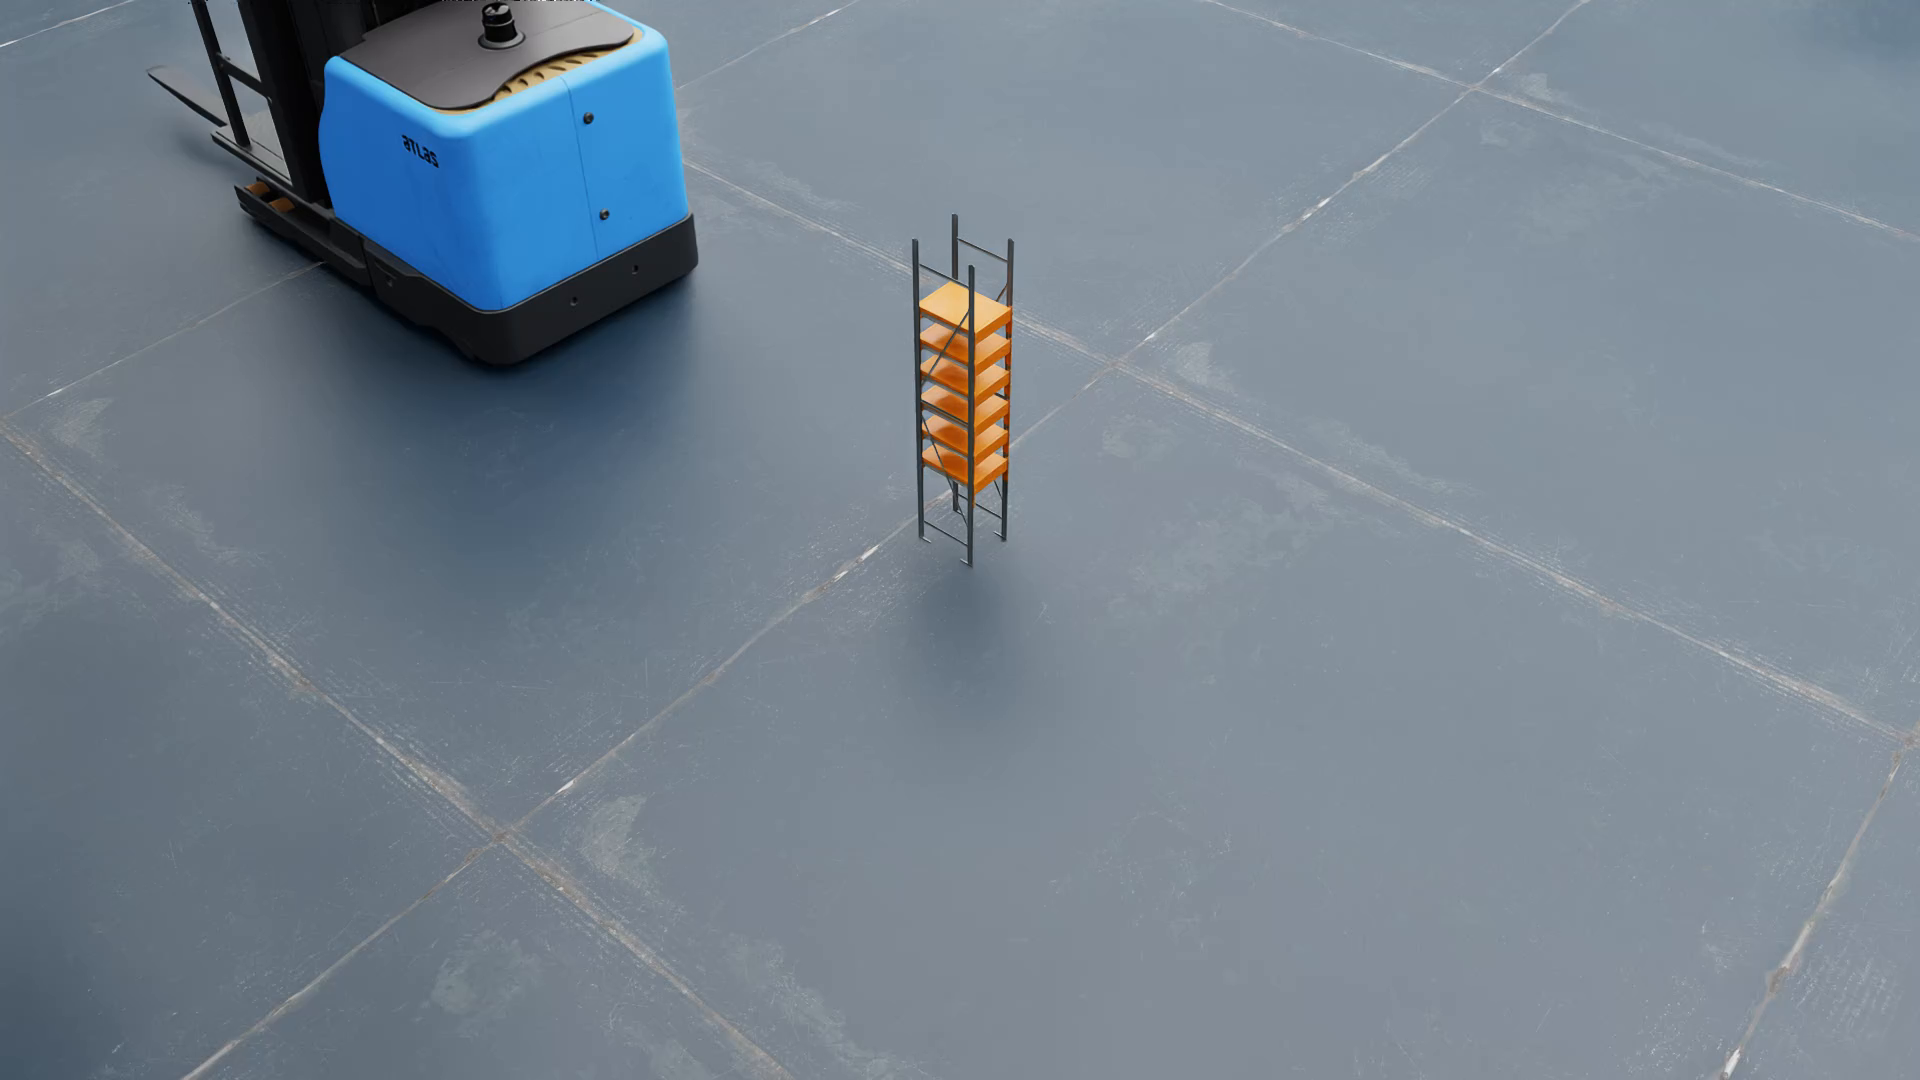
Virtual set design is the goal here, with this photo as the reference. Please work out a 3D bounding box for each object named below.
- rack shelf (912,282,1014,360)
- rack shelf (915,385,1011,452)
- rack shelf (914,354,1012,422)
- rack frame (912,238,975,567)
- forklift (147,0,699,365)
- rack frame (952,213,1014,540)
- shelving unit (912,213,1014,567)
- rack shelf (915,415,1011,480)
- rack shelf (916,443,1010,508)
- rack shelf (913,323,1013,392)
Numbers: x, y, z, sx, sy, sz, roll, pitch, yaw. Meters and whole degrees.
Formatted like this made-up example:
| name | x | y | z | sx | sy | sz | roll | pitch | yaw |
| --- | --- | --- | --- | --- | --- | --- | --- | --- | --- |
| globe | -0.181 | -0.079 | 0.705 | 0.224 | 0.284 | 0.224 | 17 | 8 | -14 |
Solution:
| name | x | y | z | sx | sy | sz | roll | pitch | yaw |
| --- | --- | --- | --- | --- | --- | --- | --- | --- | --- |
| rack shelf | 0.009 | -0.685 | 5.142 | 0.258 | 0.103 | 0.180 | 29 | 50 | 28 |
| rack shelf | 0.009 | -0.419 | 5.384 | 0.258 | 0.103 | 0.180 | 29 | 50 | 28 |
| rack shelf | 0.009 | -0.507 | 5.304 | 0.258 | 0.103 | 0.180 | 29 | 50 | 28 |
| rack frame | -0.050 | -0.404 | 5.303 | 0.240 | 1.200 | 0.006 | 29 | 50 | 28 |
| forklift | -2.512 | -2.623 | 6.456 | 3.031 | 2.935 | 1.130 | 32 | 51 | 30 |
| rack frame | 0.068 | -0.498 | 5.406 | 0.240 | 1.200 | 0.006 | 29 | 50 | 28 |
| shelving unit | 0.009 | -0.451 | 5.355 | 0.258 | 1.200 | 0.189 | 29 | 50 | 28 |
| rack shelf | 0.009 | -0.330 | 5.465 | 0.258 | 0.103 | 0.180 | 29 | 50 | 28 |
| rack shelf | 0.009 | -0.241 | 5.546 | 0.258 | 0.103 | 0.180 | 29 | 50 | 28 |
| rack shelf | 0.009 | -0.596 | 5.223 | 0.258 | 0.103 | 0.180 | 29 | 50 | 28 |
